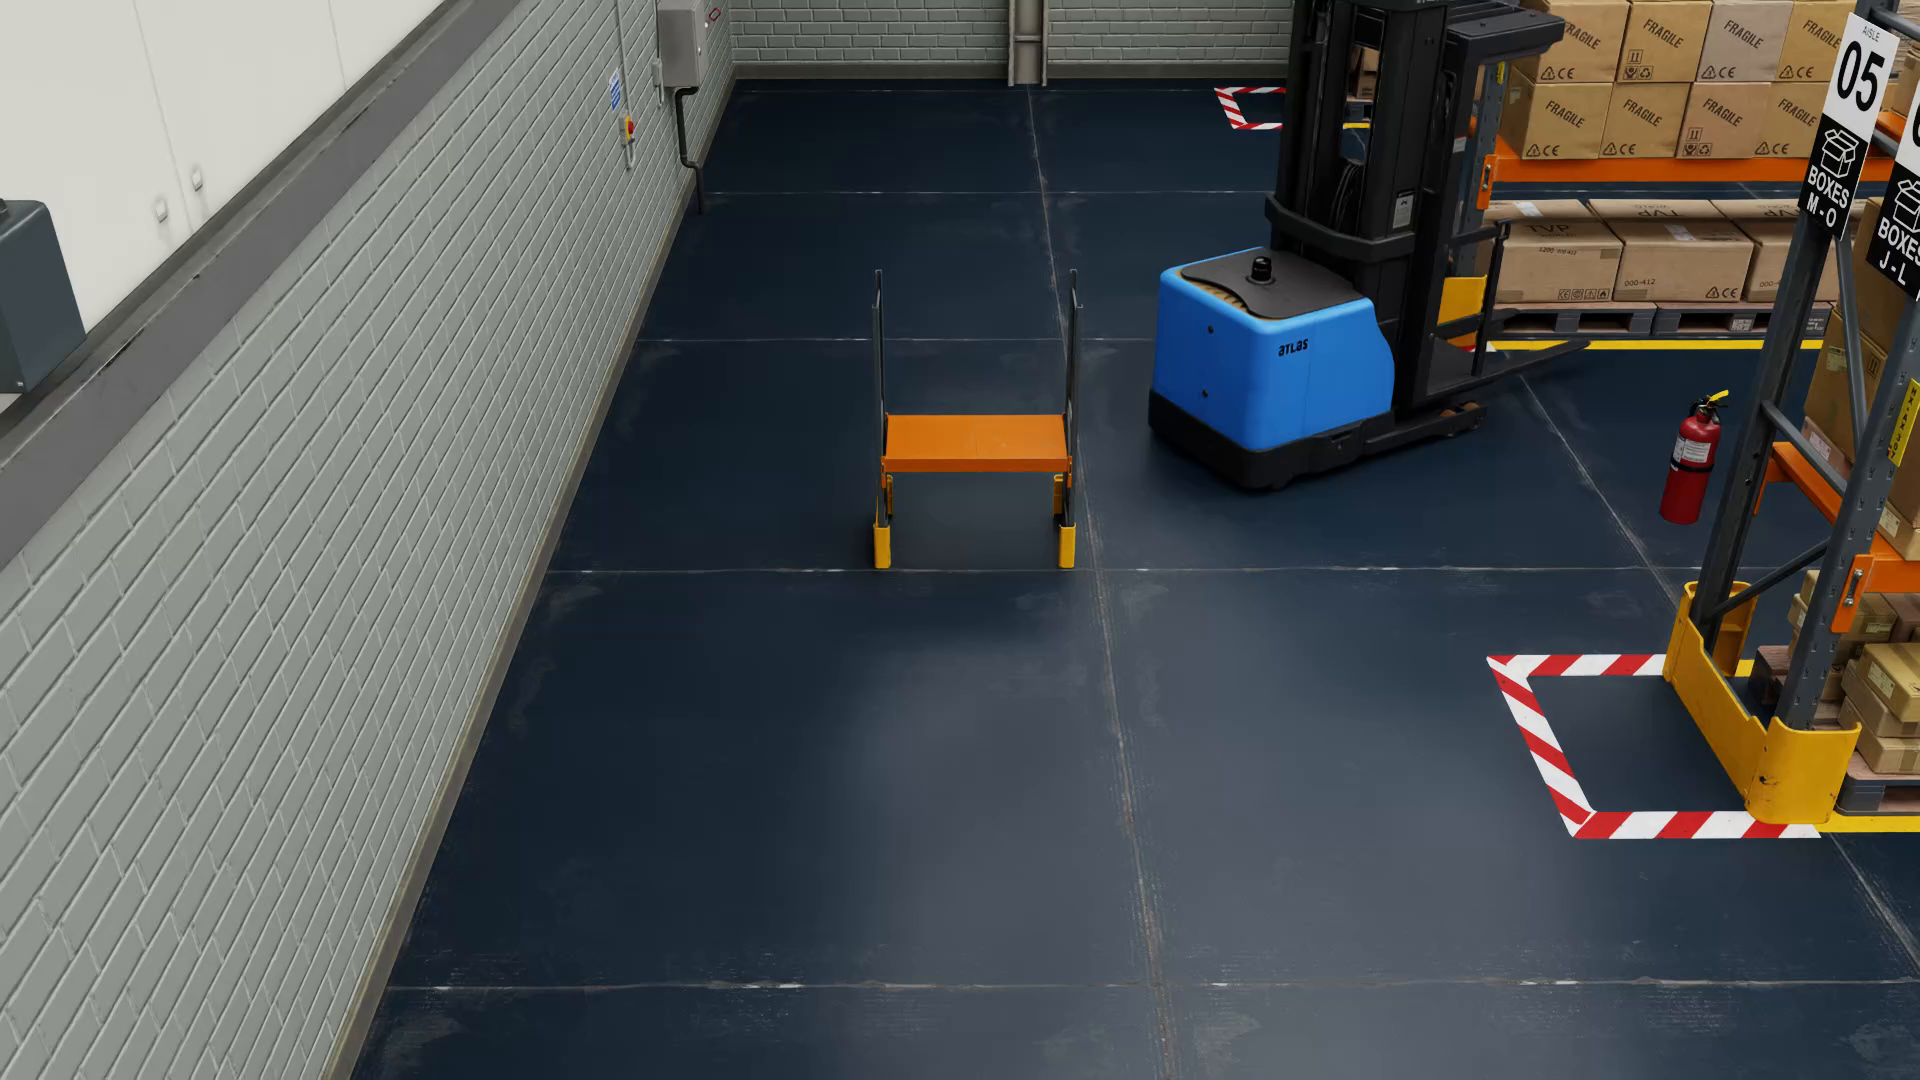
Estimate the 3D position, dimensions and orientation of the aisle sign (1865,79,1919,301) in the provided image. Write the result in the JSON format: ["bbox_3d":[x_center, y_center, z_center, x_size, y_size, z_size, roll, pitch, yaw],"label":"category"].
[{"bbox_3d":[3.476,-1.308,6.007,0.004,0.787,0.394,0,31,0],"label":"aisle sign"}]

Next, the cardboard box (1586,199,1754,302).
[{"bbox_3d":[4.991,-2.065,11.826,0.875,0.438,0.875,1,31,1],"label":"cardboard box"}]

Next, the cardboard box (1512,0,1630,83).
[{"bbox_3d":[3.898,-3.243,10.643,0.500,0.500,0.500,-1,31,-1],"label":"cardboard box"}]

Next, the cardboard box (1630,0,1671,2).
[{"bbox_3d":[4.295,-3.503,10.447,0.250,0.149,0.380,1,31,1],"label":"cardboard box"}]

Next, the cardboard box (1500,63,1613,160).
[{"bbox_3d":[3.898,-2.815,10.901,0.500,0.500,0.500,0,31,-1],"label":"cardboard box"}]

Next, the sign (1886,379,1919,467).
[{"bbox_3d":[3.550,-0.441,6.250,0.005,0.325,0.100,0,31,0],"label":"sign"}]

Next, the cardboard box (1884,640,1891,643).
[{"bbox_3d":[4.335,0.438,7.694,0.250,0.149,0.380,-1,31,-1],"label":"cardboard box"}]

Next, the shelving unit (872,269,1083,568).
[{"bbox_3d":[0.076,-0.641,8.861,1.083,1.500,0.587,0,31,0],"label":"shelving unit"}]

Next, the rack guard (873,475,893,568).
[{"bbox_3d":[-0.422,-0.106,9.183,0.087,0.250,0.587,0,31,0],"label":"rack guard"}]

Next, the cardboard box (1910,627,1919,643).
[{"bbox_3d":[4.348,0.544,7.231,0.250,0.149,0.380,0,31,1],"label":"cardboard box"}]

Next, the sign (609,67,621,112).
[{"bbox_3d":[-2.283,-2.980,11.009,0.001,0.218,0.327,0,31,0],"label":"sign"}]

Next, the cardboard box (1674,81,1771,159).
[{"bbox_3d":[4.912,-2.823,10.915,0.500,0.500,0.500,0,31,-1],"label":"cardboard box"}]

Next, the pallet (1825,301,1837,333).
[{"bbox_3d":[6.655,-1.778,11.977,1.213,0.211,1.003,0,31,0],"label":"pallet"}]

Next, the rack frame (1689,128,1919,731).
[{"bbox_3d":[3.547,-0.352,6.938,0.127,3.000,1.000,0,31,0],"label":"rack frame"}]

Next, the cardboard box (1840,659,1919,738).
[{"bbox_3d":[4.073,0.692,7.275,0.250,0.149,0.380,1,31,2],"label":"cardboard box"}]

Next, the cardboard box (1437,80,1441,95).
[{"bbox_3d":[4.420,-4.389,15.935,0.250,0.149,0.380,-1,31,-2],"label":"cardboard box"}]

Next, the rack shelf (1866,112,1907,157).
[{"bbox_3d":[5.547,-1.333,6.357,4.000,0.370,1.077,0,31,0],"label":"rack shelf"}]

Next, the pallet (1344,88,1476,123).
[{"bbox_3d":[4.256,-4.305,16.142,1.213,0.211,1.003,0,31,0],"label":"pallet"}]

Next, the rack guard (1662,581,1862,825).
[{"bbox_3d":[3.623,0.716,7.587,0.348,0.500,1.175,0,31,0],"label":"rack guard"}]

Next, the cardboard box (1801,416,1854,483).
[{"bbox_3d":[3.871,-0.392,7.247,0.250,0.149,0.380,0,31,0],"label":"cardboard box"}]

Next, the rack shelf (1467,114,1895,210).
[{"bbox_3d":[5.416,-2.618,11.367,4.000,0.370,1.077,0,31,0],"label":"rack shelf"}]

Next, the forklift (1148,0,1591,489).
[{"bbox_3d":[2.692,-2.107,9.897,3.031,2.935,1.130,-17,35,-26],"label":"forklift"}]

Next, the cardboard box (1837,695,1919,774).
[{"bbox_3d":[4.073,0.852,7.298,0.250,0.149,0.380,0,31,1],"label":"cardboard box"}]

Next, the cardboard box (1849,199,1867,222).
[{"bbox_3d":[6.788,-2.070,11.835,0.875,0.438,0.875,-1,31,-1],"label":"cardboard box"}]

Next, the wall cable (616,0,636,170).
[{"bbox_3d":[-2.222,-3.337,10.849,0.123,1.953,0.585,0,31,0],"label":"wall cable"}]

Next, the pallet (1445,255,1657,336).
[{"bbox_3d":[4.215,-1.770,11.964,1.213,0.211,1.003,0,31,0],"label":"pallet"}]

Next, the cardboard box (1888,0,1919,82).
[{"bbox_3d":[5.929,-3.253,10.660,0.500,0.500,0.500,0,31,0],"label":"cardboard box"}]

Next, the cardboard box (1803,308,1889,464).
[{"bbox_3d":[3.995,-0.657,7.058,0.500,0.500,0.500,0,31,1],"label":"cardboard box"}]

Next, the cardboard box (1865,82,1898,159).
[{"bbox_3d":[5.937,-2.827,10.921,0.500,0.500,0.500,-1,31,-1],"label":"cardboard box"}]

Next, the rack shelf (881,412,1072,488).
[{"bbox_3d":[0.085,-0.488,8.955,1.000,0.185,0.538,0,31,0],"label":"rack shelf"}]

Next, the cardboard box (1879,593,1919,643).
[{"bbox_3d":[4.327,0.329,7.586,0.250,0.149,0.380,0,31,1],"label":"cardboard box"}]

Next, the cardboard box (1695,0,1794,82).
[{"bbox_3d":[4.929,-3.254,10.661,0.500,0.500,0.500,0,31,-1],"label":"cardboard box"}]

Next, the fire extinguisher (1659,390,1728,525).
[{"bbox_3d":[3.292,-0.398,7.448,0.183,0.674,0.296,0,31,0],"label":"fire extinguisher"}]

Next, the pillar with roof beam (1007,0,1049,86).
[{"bbox_3d":[0.707,-6.285,10.933,0.400,9.000,9.100,0,31,0],"label":"pillar with roof beam"}]

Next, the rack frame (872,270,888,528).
[{"bbox_3d":[-0.423,-0.640,8.859,0.032,1.500,0.500,0,31,0],"label":"rack frame"}]

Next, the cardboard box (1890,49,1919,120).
[{"bbox_3d":[4.000,-1.709,6.428,0.500,0.250,0.500,-1,31,-1],"label":"cardboard box"}]
